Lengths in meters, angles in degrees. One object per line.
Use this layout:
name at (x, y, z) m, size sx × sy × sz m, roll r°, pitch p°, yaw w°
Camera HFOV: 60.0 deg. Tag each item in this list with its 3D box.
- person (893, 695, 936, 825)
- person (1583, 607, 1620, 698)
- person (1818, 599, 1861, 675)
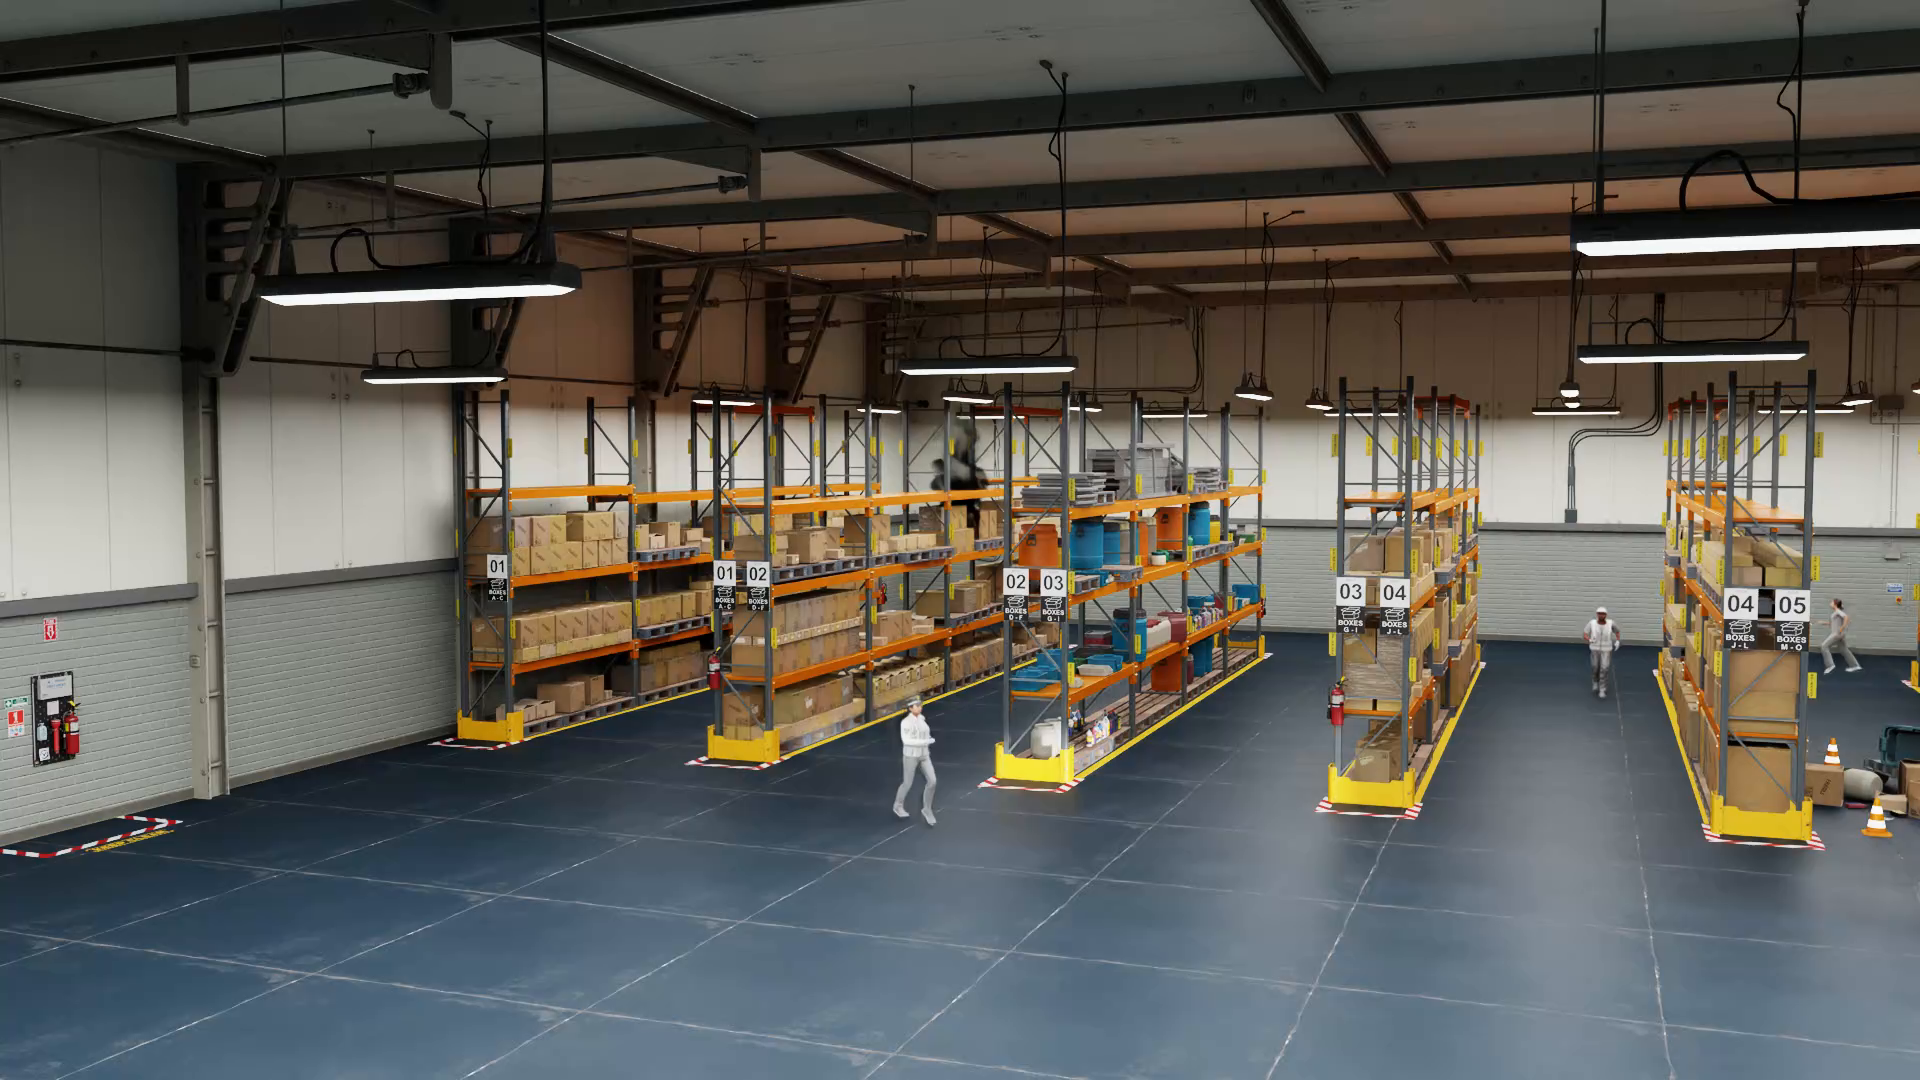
person at (-0.593, 2.929, 22.228) m, size 0.577 × 1.744 × 0.743 m, roll -3°, pitch 4°, yaw -45°
person at (12.986, 2.250, 33.682) m, size 0.707 × 1.801 × 0.879 m, roll 1°, pitch 3°, yaw 22°
person at (19.423, 2.148, 36.732) m, size 0.874 × 1.697 × 0.572 m, roll 2°, pitch 4°, yaw 30°
